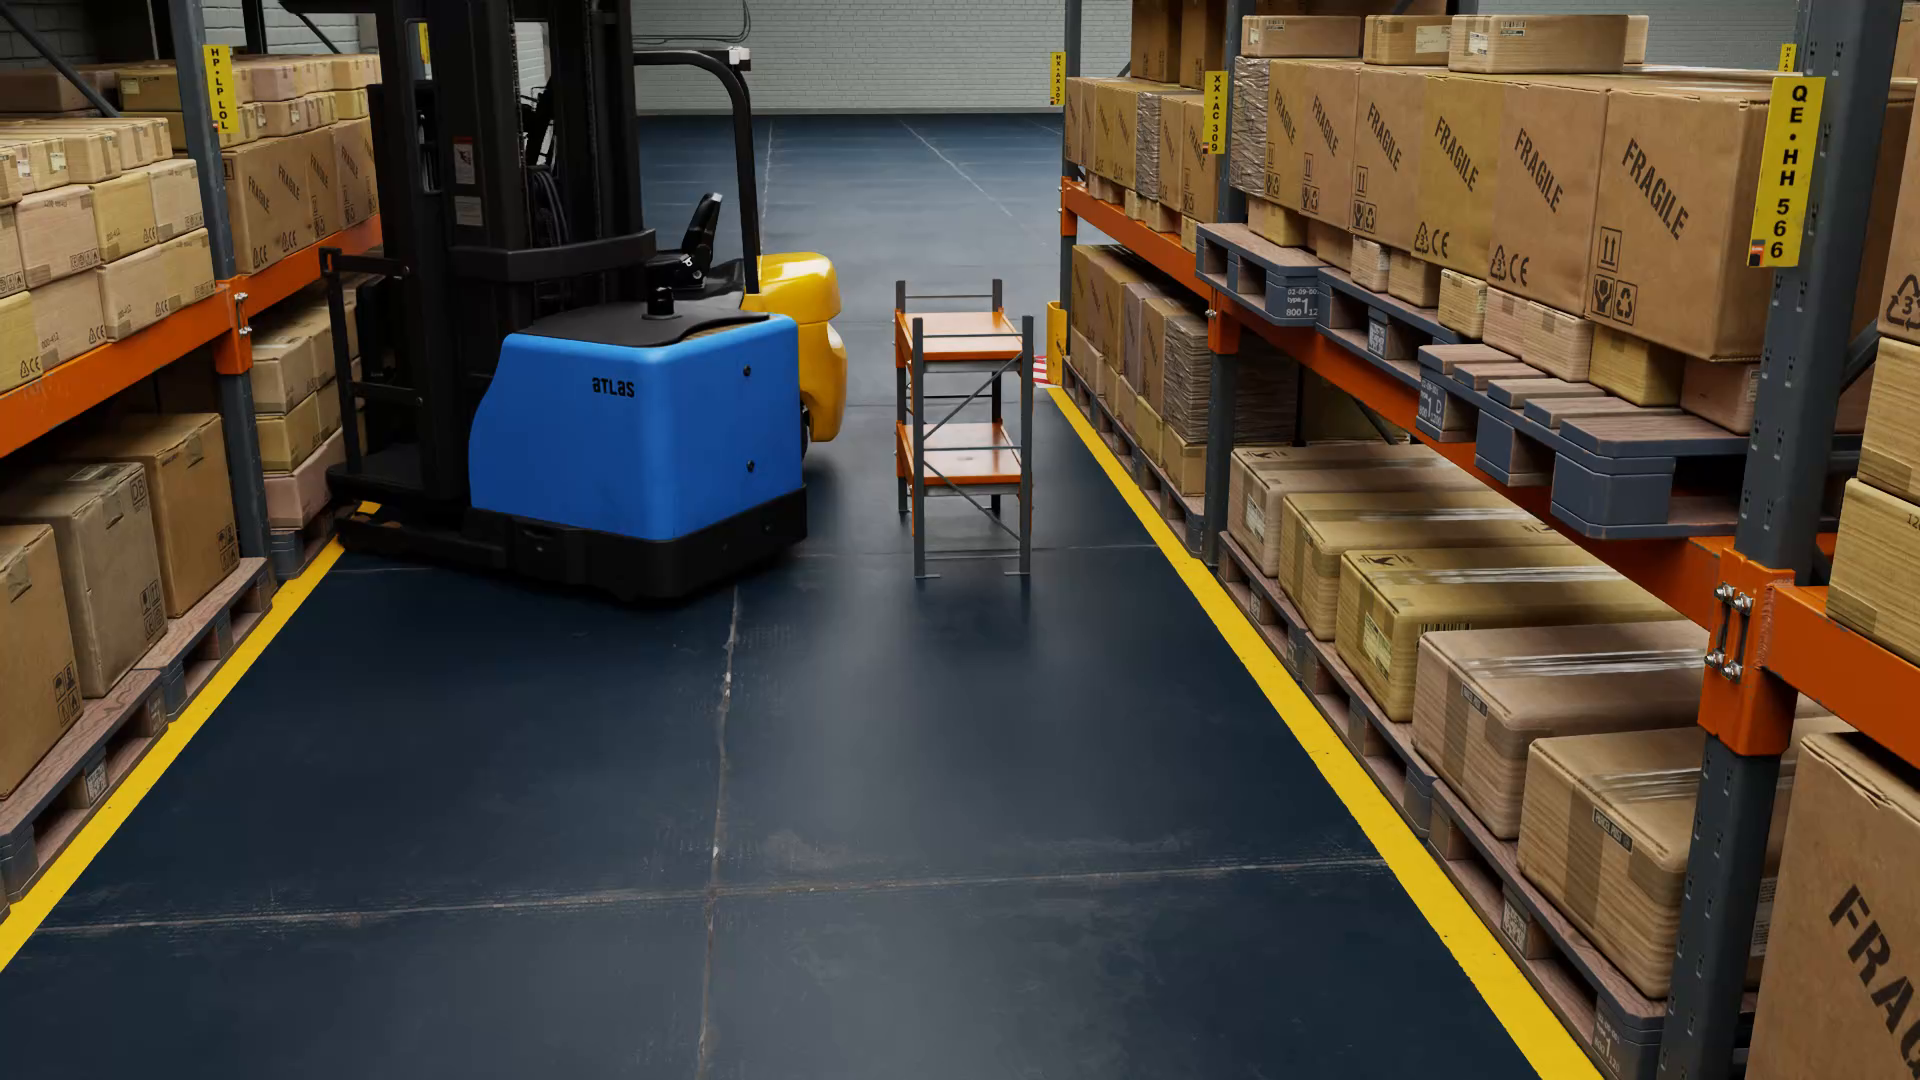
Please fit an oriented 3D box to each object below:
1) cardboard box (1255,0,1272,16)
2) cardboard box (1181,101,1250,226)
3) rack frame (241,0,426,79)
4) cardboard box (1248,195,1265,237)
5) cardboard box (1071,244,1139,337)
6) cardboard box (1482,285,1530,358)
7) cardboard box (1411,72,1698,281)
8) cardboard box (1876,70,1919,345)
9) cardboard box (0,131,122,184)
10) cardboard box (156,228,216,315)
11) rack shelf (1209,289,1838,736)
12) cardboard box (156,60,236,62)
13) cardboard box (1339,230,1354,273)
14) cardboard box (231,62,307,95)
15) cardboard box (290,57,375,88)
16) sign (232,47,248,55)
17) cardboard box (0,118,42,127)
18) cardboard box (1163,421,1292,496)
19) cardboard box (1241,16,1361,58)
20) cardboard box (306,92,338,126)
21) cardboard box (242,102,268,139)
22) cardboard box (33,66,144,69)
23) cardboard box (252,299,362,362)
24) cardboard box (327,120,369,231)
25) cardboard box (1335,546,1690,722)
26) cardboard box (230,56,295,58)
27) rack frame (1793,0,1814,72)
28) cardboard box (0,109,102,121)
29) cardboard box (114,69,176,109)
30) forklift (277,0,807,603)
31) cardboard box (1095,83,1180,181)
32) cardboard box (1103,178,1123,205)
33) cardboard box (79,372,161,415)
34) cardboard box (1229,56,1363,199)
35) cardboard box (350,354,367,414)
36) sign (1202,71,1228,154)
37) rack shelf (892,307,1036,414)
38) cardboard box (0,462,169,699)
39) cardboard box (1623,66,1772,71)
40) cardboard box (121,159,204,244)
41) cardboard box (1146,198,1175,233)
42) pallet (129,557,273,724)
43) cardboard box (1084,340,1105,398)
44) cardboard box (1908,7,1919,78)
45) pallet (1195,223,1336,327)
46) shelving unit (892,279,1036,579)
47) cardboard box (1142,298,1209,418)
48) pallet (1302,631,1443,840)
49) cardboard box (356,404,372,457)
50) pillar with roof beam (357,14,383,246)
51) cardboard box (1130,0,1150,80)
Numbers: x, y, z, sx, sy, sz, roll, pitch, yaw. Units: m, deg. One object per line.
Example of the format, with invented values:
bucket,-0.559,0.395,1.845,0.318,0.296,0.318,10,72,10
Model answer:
cardboard box,1.716,-2.296,7.651,0.700,0.500,0.500,-2,18,-5
cardboard box,1.284,-1.653,7.272,0.500,0.500,0.500,-2,18,-7
rack frame,-3.773,-2.376,10.239,1.000,3.000,0.127,-2,18,-6
cardboard box,1.320,-1.245,6.354,0.380,0.149,0.250,-2,17,-5
cardboard box,0.975,-1.521,10.152,0.500,0.500,0.500,-2,18,-7
cardboard box,1.533,-0.545,4.123,0.380,0.149,0.250,-3,18,-8
cardboard box,1.549,-0.968,4.389,0.500,0.500,0.500,-3,18,-9
cardboard box,1.797,-0.518,2.482,0.500,0.500,0.500,-2,18,-7
cardboard box,-2.927,-1.222,5.311,0.380,0.149,0.250,-2,18,-7
cardboard box,-3.048,-0.971,6.013,0.500,0.250,0.500,-1,17,-4
rack shelf,1.783,-0.400,5.144,1.077,0.370,4.000,-2,18,-6
cardboard box,-3.819,-2.307,8.272,0.380,0.149,0.250,-2,18,-5
cardboard box,1.450,-0.937,5.371,0.380,0.149,0.250,-2,18,-5
cardboard box,-3.309,-2.169,7.832,0.380,0.149,0.250,-2,18,-6
cardboard box,-3.327,-2.475,8.806,0.380,0.149,0.250,-1,17,-4
sign,-4.325,-2.812,10.048,0.100,0.325,0.005,-2,18,-6
cardboard box,-3.537,-1.430,5.976,0.380,0.149,0.250,-2,18,-7
cardboard box,1.249,-0.395,7.818,0.500,0.250,0.500,-1,17,-3
cardboard box,1.274,-1.887,6.234,0.380,0.149,0.250,-2,18,-6
cardboard box,-3.271,-2.106,8.128,0.380,0.149,0.250,-2,18,-7
cardboard box,-3.214,-1.799,7.149,0.380,0.149,0.250,-2,18,-6
cardboard box,-3.807,-1.997,7.283,0.380,0.149,0.250,-2,18,-7
cardboard box,-3.203,-1.005,8.089,0.500,0.250,0.500,-1,17,-4
cardboard box,-3.300,-1.829,8.327,0.500,0.500,0.500,-2,18,-5
cardboard box,1.784,0.292,5.426,0.950,0.372,0.625,-1,17,-4
cardboard box,-3.916,-2.612,9.241,0.380,0.149,0.250,-1,17,-5
rack frame,6.078,-2.714,11.314,1.000,3.000,0.127,-2,18,-6
cardboard box,-3.649,-1.630,6.610,0.380,0.149,0.250,-2,18,-6
cardboard box,-3.232,-1.862,6.855,0.380,0.149,0.250,-2,17,-5
forklift,-2.225,-1.442,7.378,3.031,2.935,1.130,10,20,28
cardboard box,1.048,-2.265,9.220,0.500,0.500,0.500,-2,18,-7
cardboard box,1.021,-1.994,9.440,0.380,0.149,0.250,-1,17,-4
cardboard box,-3.603,-0.691,7.090,0.500,0.250,0.500,-1,17,-5
cardboard box,1.340,-1.581,6.339,0.500,0.500,0.500,-1,17,-4
cardboard box,-3.197,-0.765,8.162,0.500,0.250,0.500,-2,18,-6
sign,1.038,-1.733,6.744,0.100,0.325,0.005,-2,18,-6
rack shelf,0.001,-0.814,7.414,0.538,0.278,1.000,-2,18,-6
cardboard box,-3.223,0.135,5.504,0.875,0.625,0.625,-2,18,-6
cardboard box,2.007,-1.141,4.938,0.500,0.500,0.500,-2,18,-8
cardboard box,-3.055,-1.213,5.949,0.500,0.250,0.500,-2,18,-7
cardboard box,1.133,-1.608,8.211,0.380,0.149,0.250,-2,18,-6
pallet,-3.245,0.364,6.165,1.003,0.211,1.213,-2,18,-6
cardboard box,1.018,-1.018,9.802,0.500,0.250,0.500,-1,17,-4
cardboard box,6.148,-2.857,9.716,0.875,0.550,0.550,-2,18,-6
pallet,1.511,-1.015,6.224,1.003,0.211,1.213,-2,18,-6
shelving unit,0.001,-0.535,7.502,0.538,1.125,1.048,-2,18,-6
cardboard box,1.195,-0.905,8.189,0.500,0.500,0.500,-1,17,-5
pallet,1.788,0.588,5.453,1.003,0.211,1.213,-2,18,-6
cardboard box,-3.217,-0.531,8.250,0.500,0.250,0.500,-1,17,-5
pillar with roof beam,-0.934,-6.924,14.708,9.100,9.000,0.400,-2,18,-6
cardboard box,1.434,-3.052,10.058,0.700,0.500,0.500,-2,18,-7
